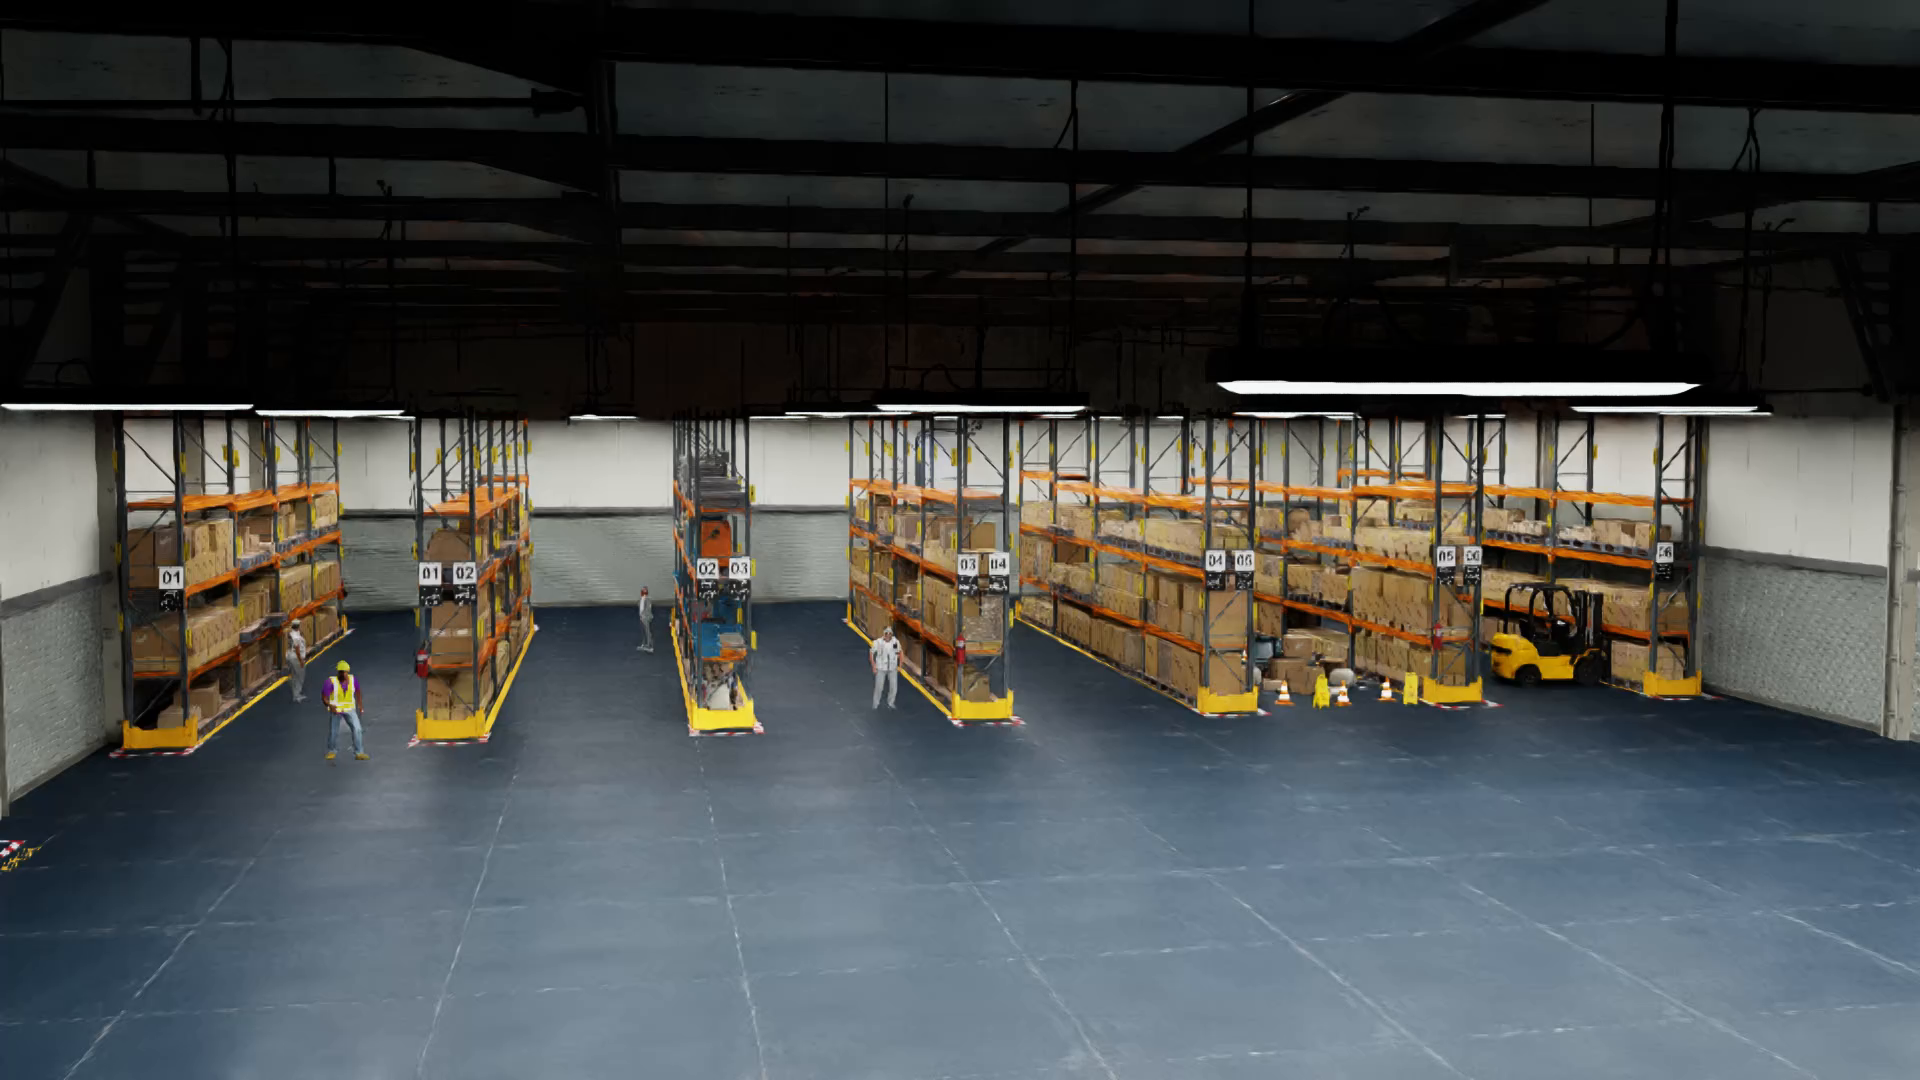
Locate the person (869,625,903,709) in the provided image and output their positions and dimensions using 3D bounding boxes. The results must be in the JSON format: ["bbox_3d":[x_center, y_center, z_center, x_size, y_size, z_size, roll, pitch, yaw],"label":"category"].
[{"bbox_3d":[-1.463,2.522,33.039,0.682,1.715,0.536,-1,4,-12],"label":"person"}]

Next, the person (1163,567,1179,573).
[{"bbox_3d":[6.794,1.107,53.424,0.548,1.695,0.525,4,5,41],"label":"person"}]

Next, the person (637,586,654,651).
[{"bbox_3d":[-7.819,1.957,41.586,0.407,1.590,0.534,1,4,13],"label":"person"}]

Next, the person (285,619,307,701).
[{"bbox_3d":[-13.669,2.485,34.263,0.404,1.732,0.549,-3,5,-38],"label":"person"}]

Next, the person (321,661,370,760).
[{"bbox_3d":[-10.428,2.865,28.090,0.711,1.695,0.815,-2,5,-30],"label":"person"}]
